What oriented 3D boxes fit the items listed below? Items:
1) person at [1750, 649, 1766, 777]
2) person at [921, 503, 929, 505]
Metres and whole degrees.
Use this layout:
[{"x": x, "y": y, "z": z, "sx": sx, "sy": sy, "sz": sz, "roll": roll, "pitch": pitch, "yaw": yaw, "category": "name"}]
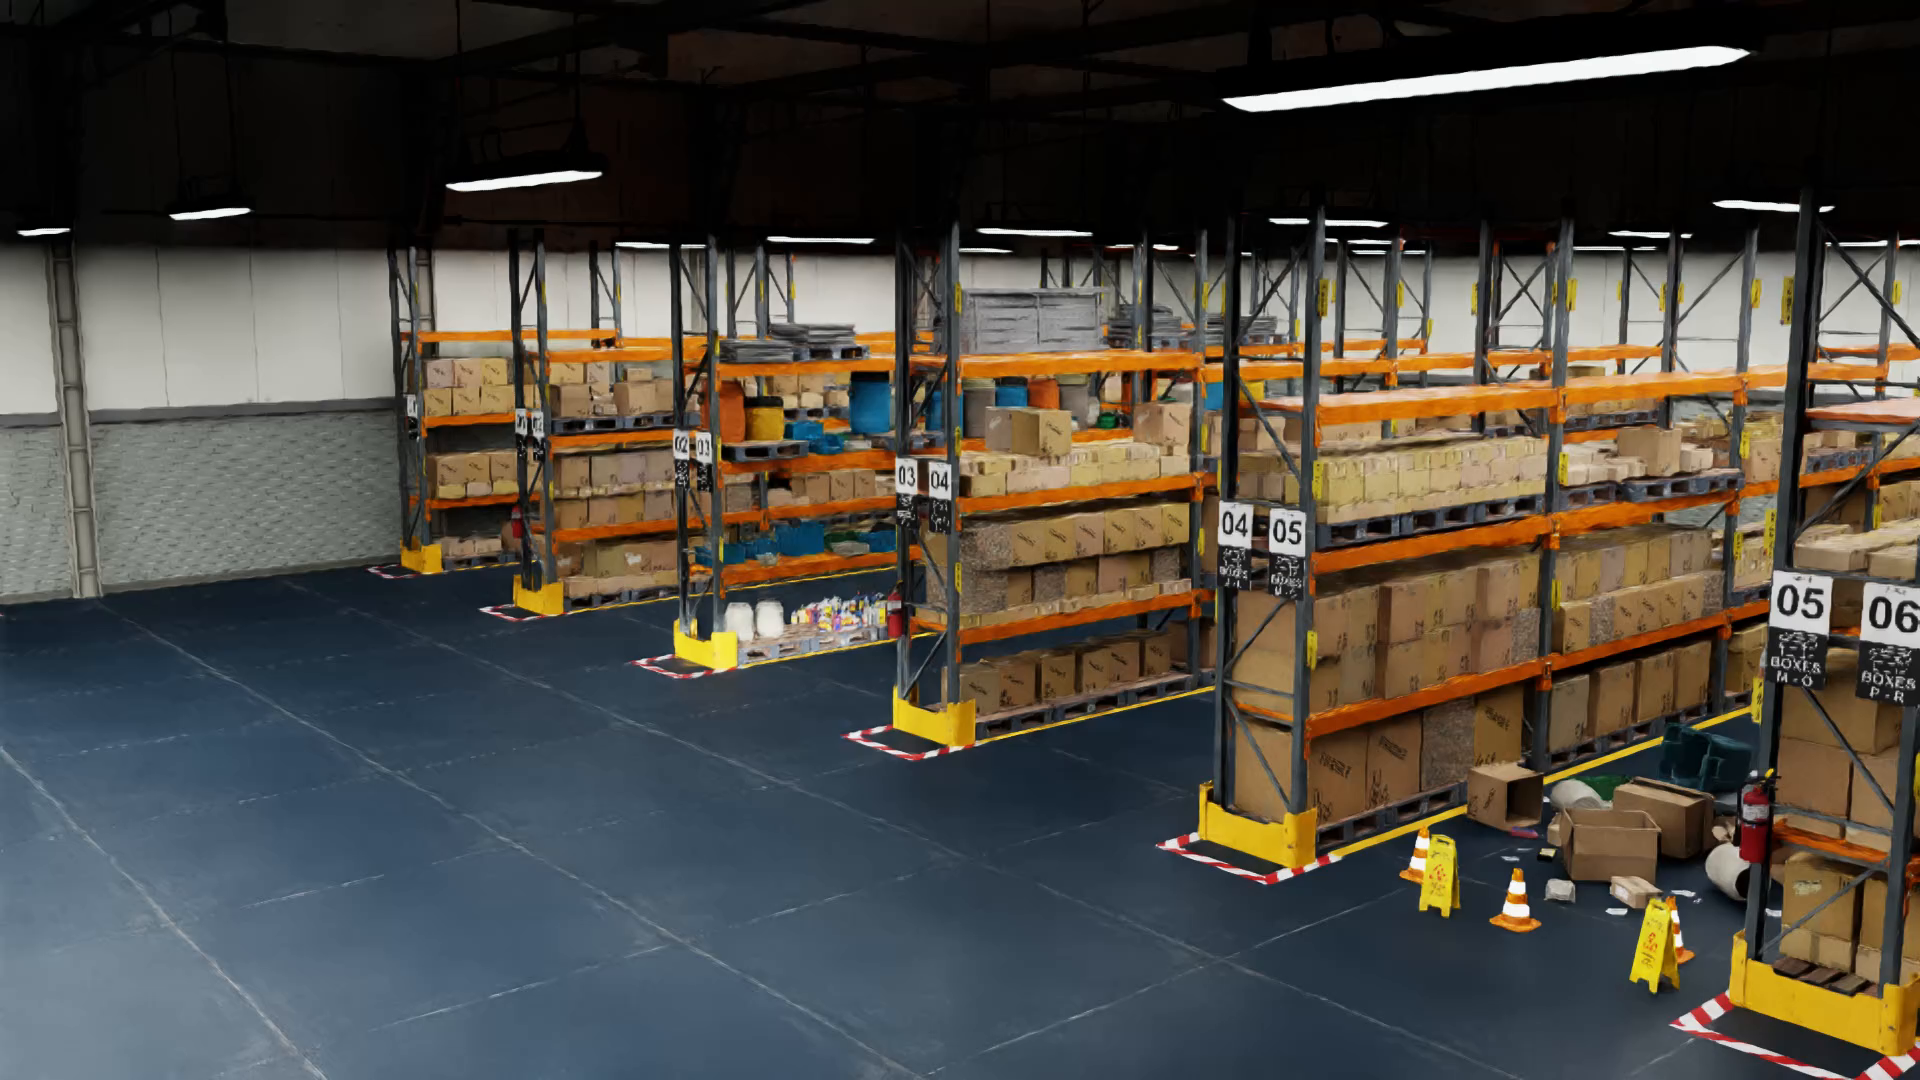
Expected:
[{"x": 8.590, "y": 1.653, "z": 17.486, "sx": 0.562, "sy": 1.668, "sz": 0.569, "roll": -1, "pitch": 9, "yaw": -9, "category": "person"}, {"x": -0.655, "y": -0.909, "z": 34.026, "sx": 1.115, "sy": 1.700, "sz": 0.543, "roll": -7, "pitch": 11, "yaw": -37, "category": "person"}]
